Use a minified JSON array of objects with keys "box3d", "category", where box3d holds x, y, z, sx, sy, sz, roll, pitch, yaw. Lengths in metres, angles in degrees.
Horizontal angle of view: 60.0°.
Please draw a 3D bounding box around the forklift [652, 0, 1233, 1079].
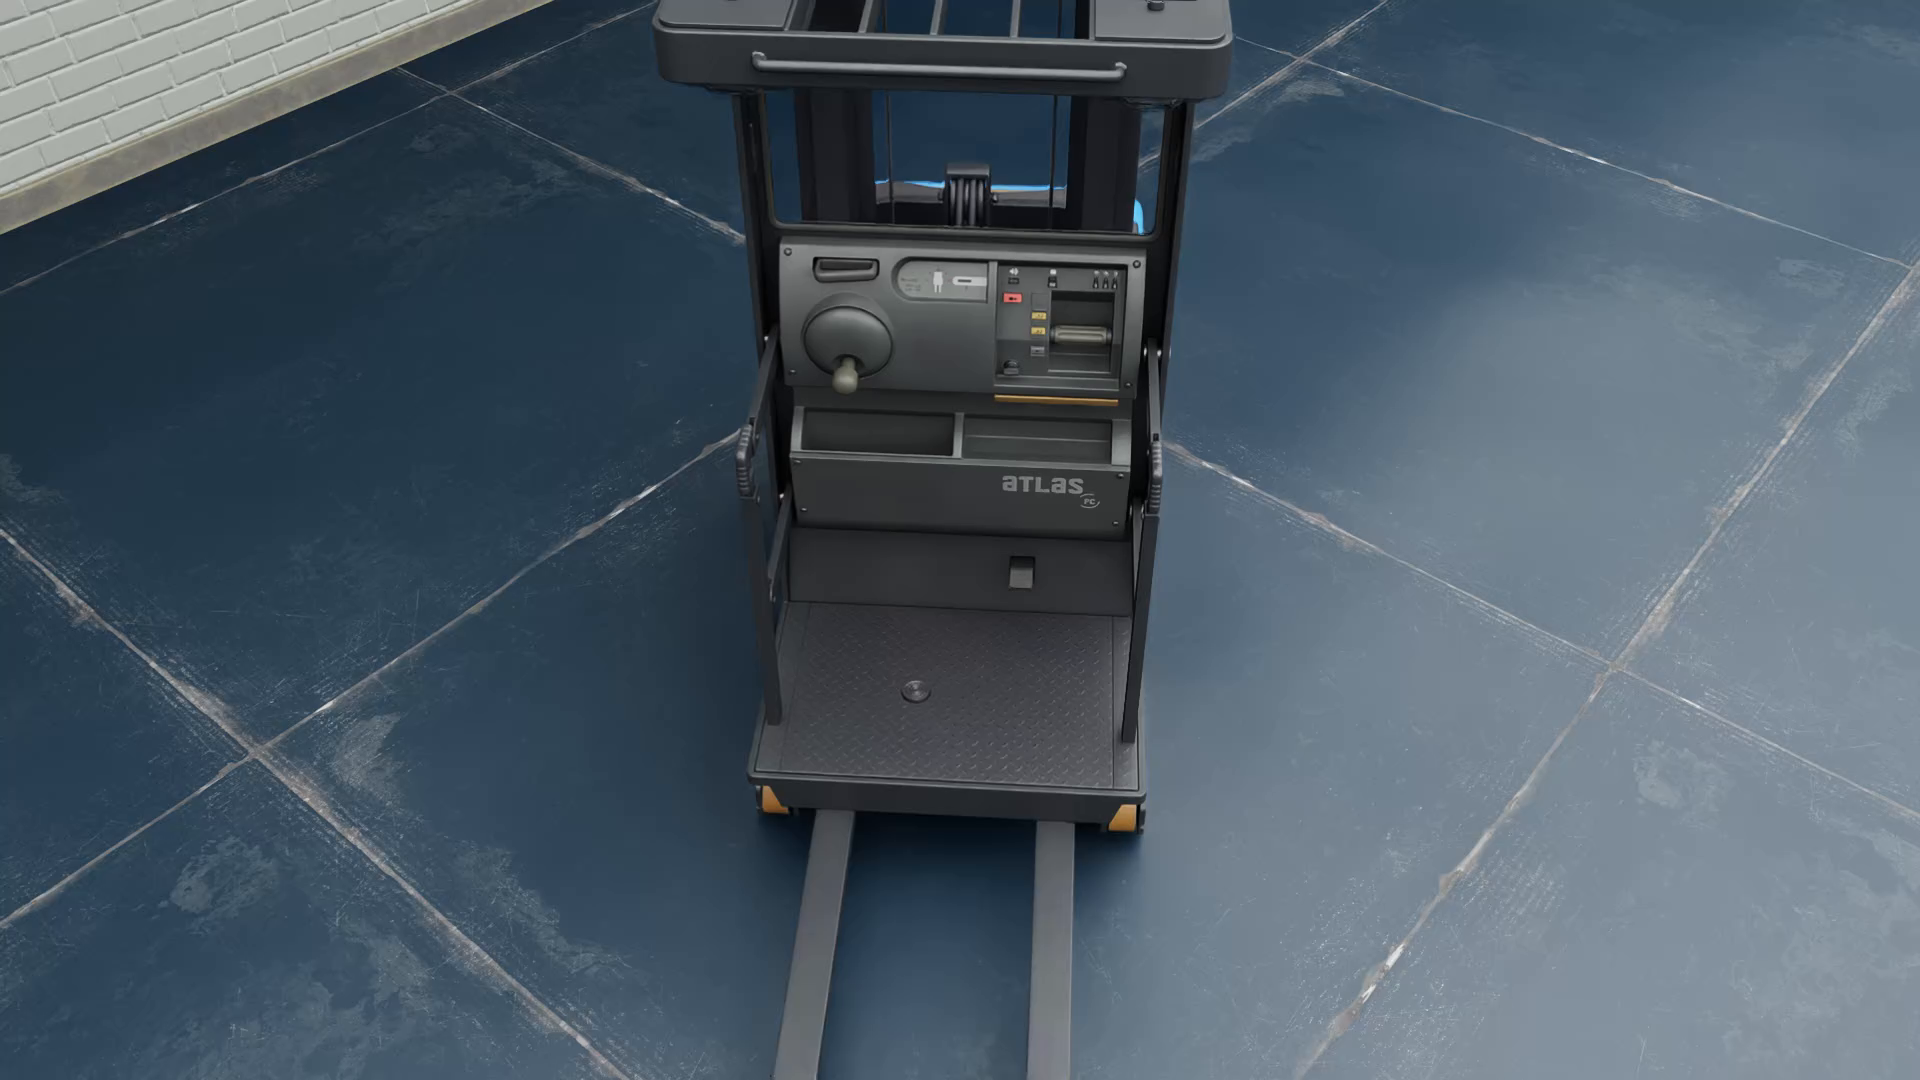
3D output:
[{"box3d":[-0.010,-0.475,4.093,1.130,2.935,3.031,3,42,3],"category":"forklift"}]
